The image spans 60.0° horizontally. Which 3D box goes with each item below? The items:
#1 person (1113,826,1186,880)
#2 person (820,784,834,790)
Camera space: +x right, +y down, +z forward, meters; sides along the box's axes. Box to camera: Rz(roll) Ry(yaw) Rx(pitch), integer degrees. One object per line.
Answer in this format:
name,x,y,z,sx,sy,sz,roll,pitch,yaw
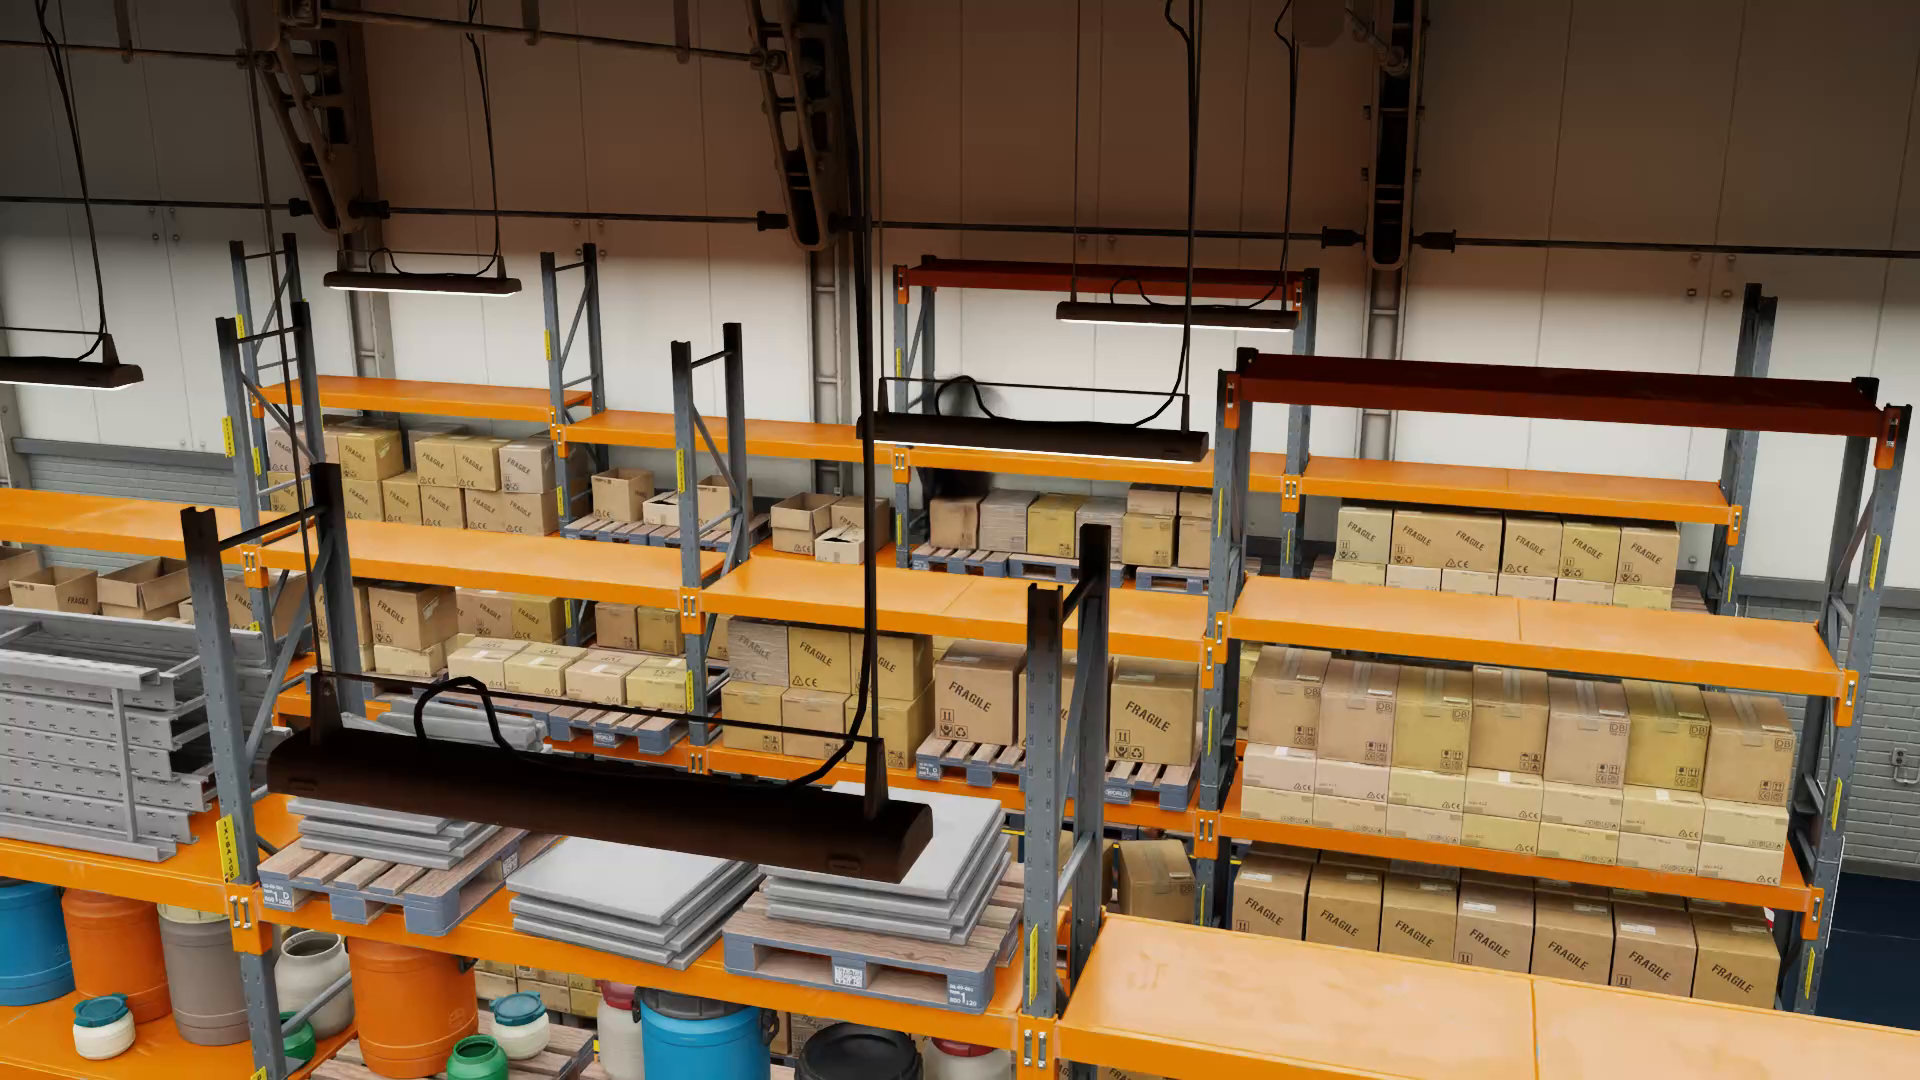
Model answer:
person,1.649,3.164,14.671,0.649,1.680,0.634,3,16,12
person,-1.217,2.498,17.014,0.751,1.712,0.675,0,16,-1
